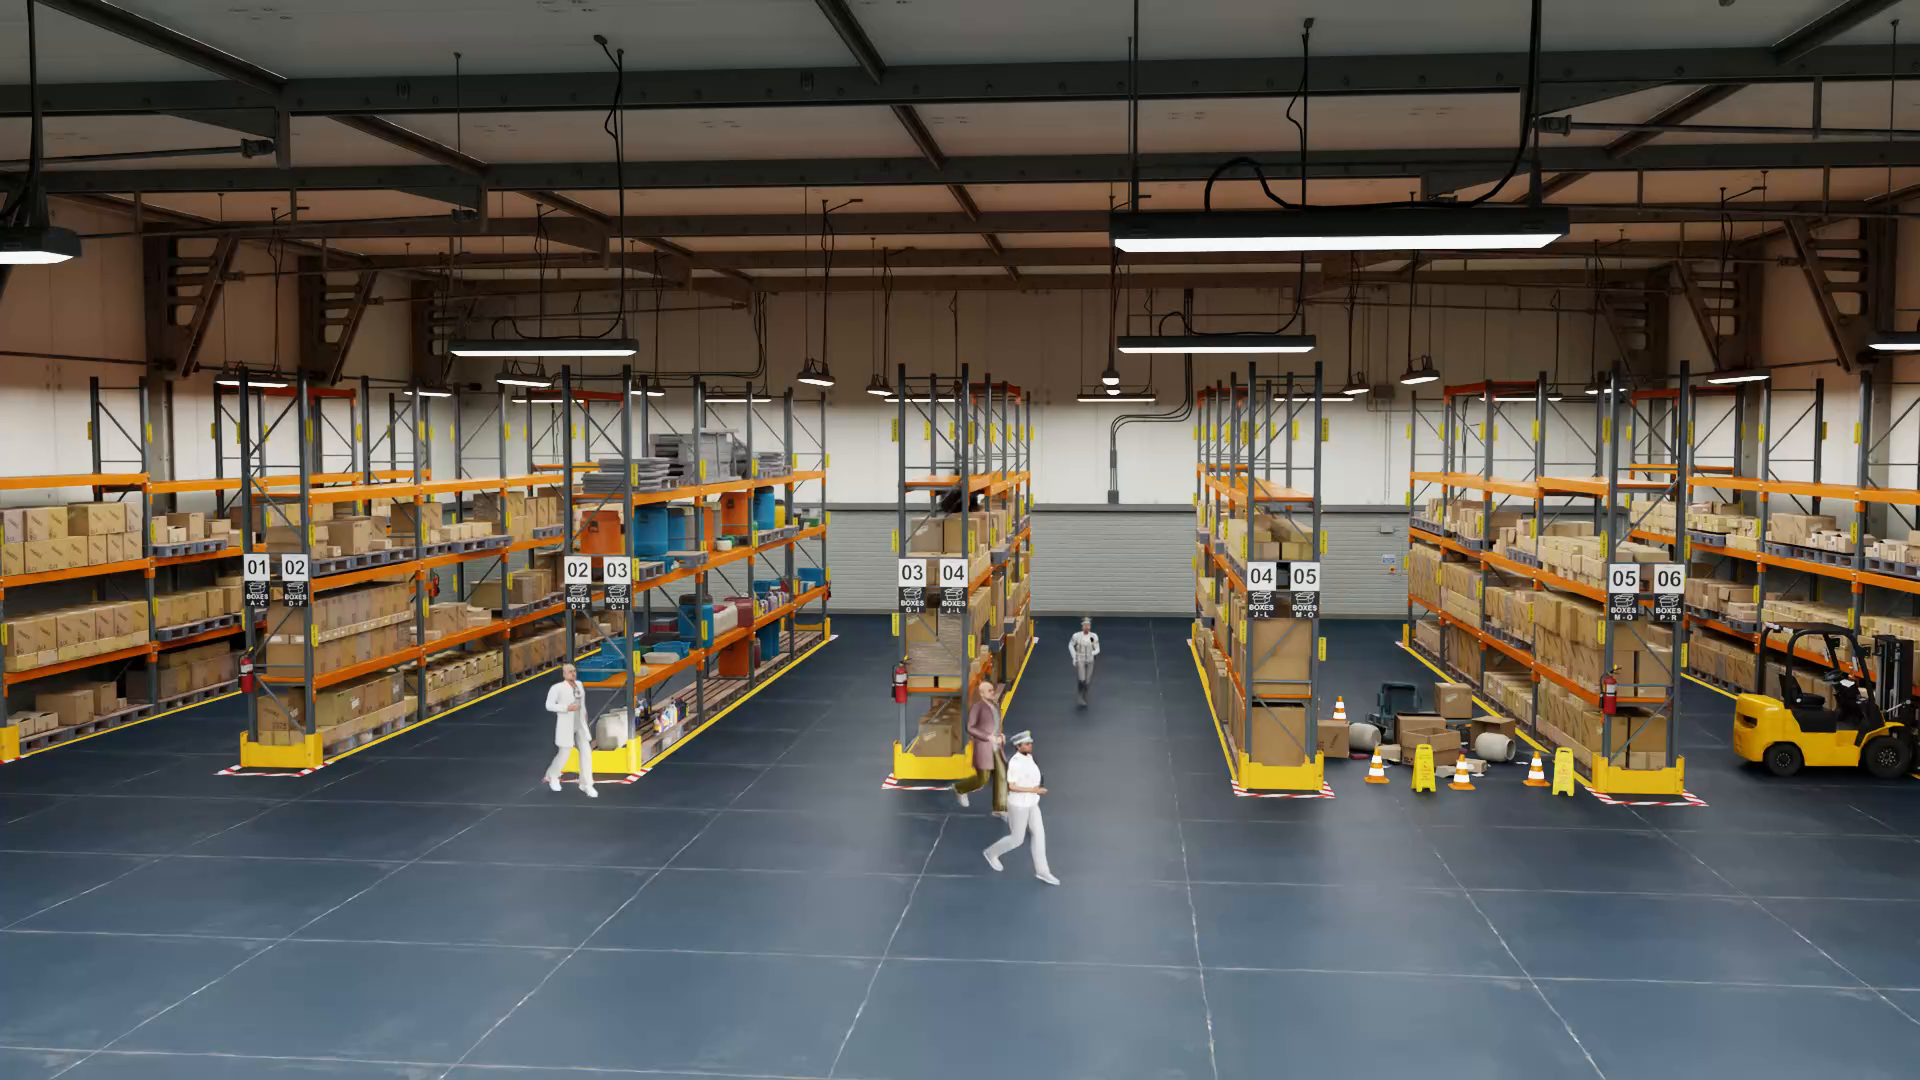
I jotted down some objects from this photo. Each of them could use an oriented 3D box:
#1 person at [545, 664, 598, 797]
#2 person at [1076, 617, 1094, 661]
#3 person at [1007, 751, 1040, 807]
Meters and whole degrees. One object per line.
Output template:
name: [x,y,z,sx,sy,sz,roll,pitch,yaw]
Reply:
person: [-5.398,2.619,23.008,0.944,1.809,0.713,4,5,44]
person: [2.297,1.804,30.351,0.361,0.801,0.294,0,4,-8]
person: [0.687,2.647,18.512,0.409,0.582,0.543,2,4,31]
